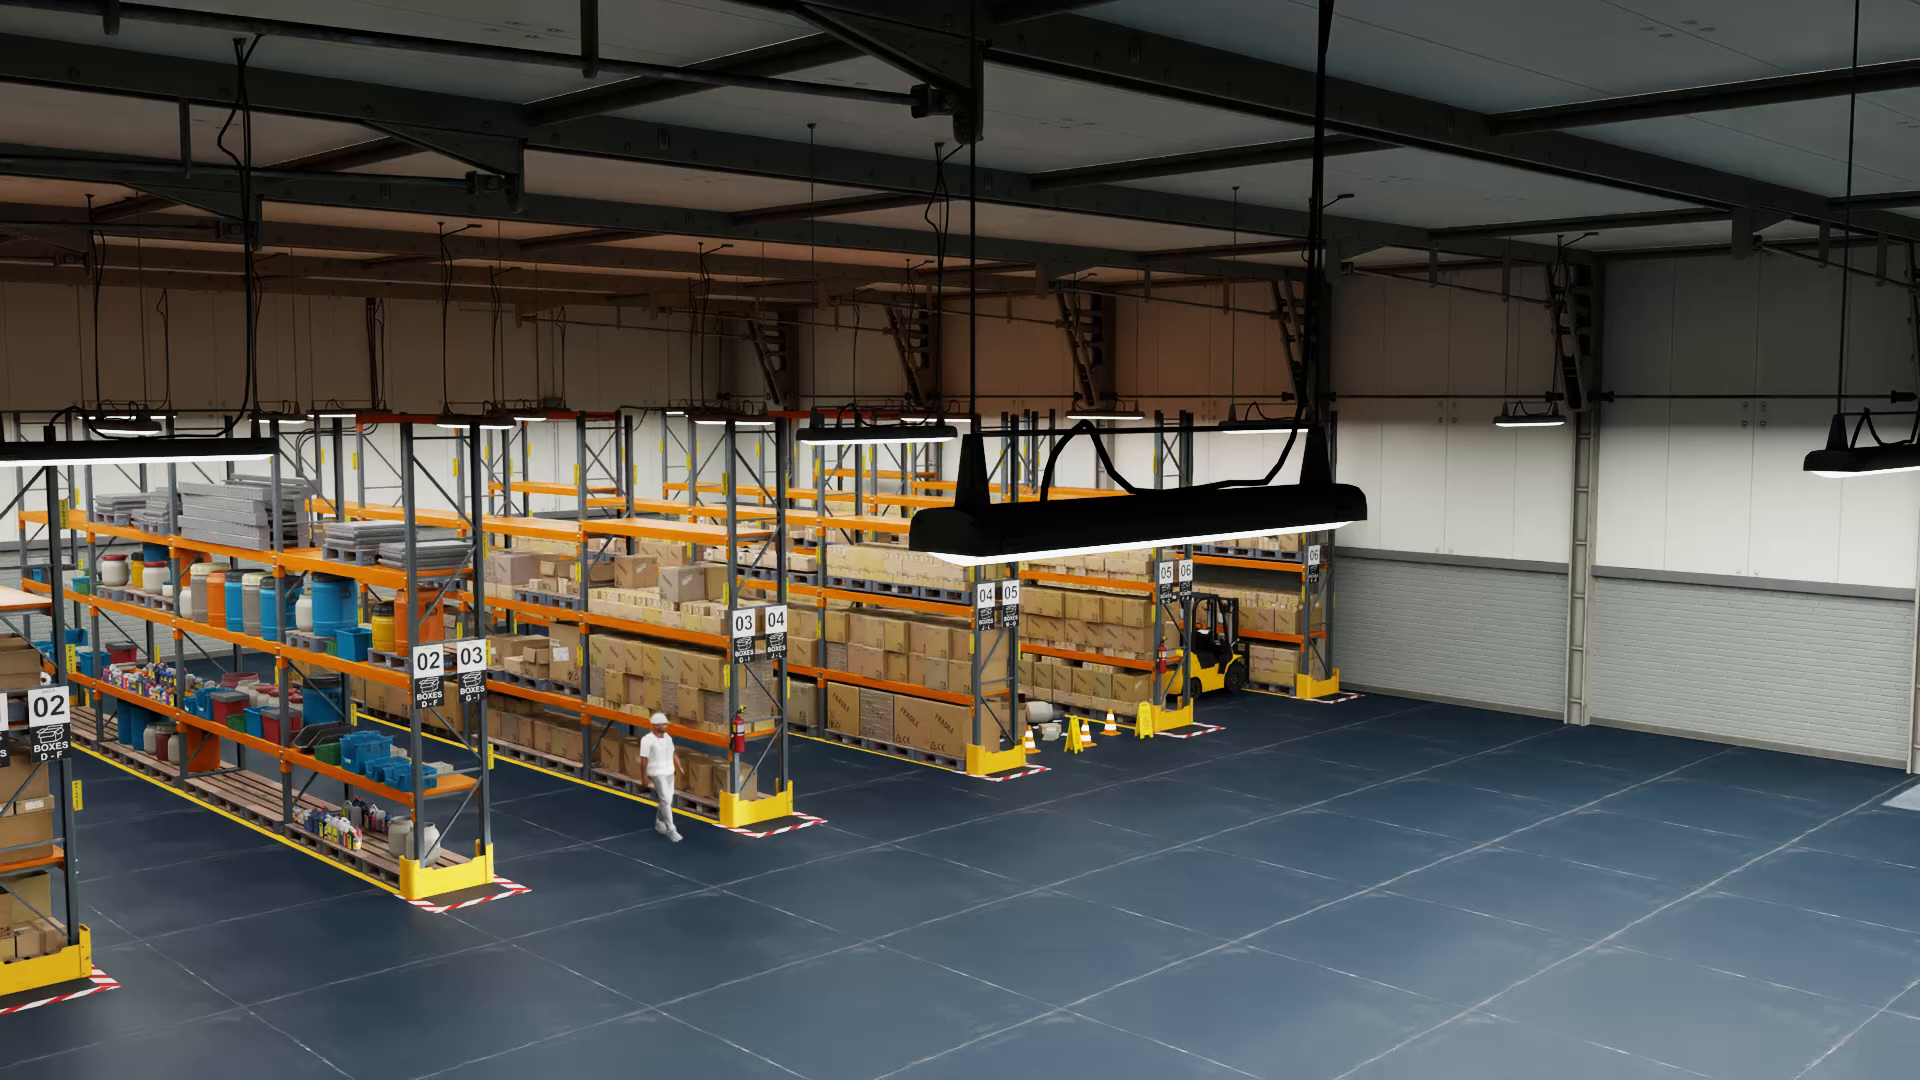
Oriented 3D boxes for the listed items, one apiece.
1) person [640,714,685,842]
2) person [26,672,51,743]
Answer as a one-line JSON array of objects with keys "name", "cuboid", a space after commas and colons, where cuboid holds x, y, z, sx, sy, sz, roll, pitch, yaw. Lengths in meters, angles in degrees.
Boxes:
[{"name": "person", "cuboid": [-4.183, 3.393, 23.908, 0.759, 1.764, 0.596, 3, 6, 33]}, {"name": "person", "cuboid": [-16.323, 2.928, 29.363, 0.523, 1.687, 1.061, -3, 6, -31]}]
